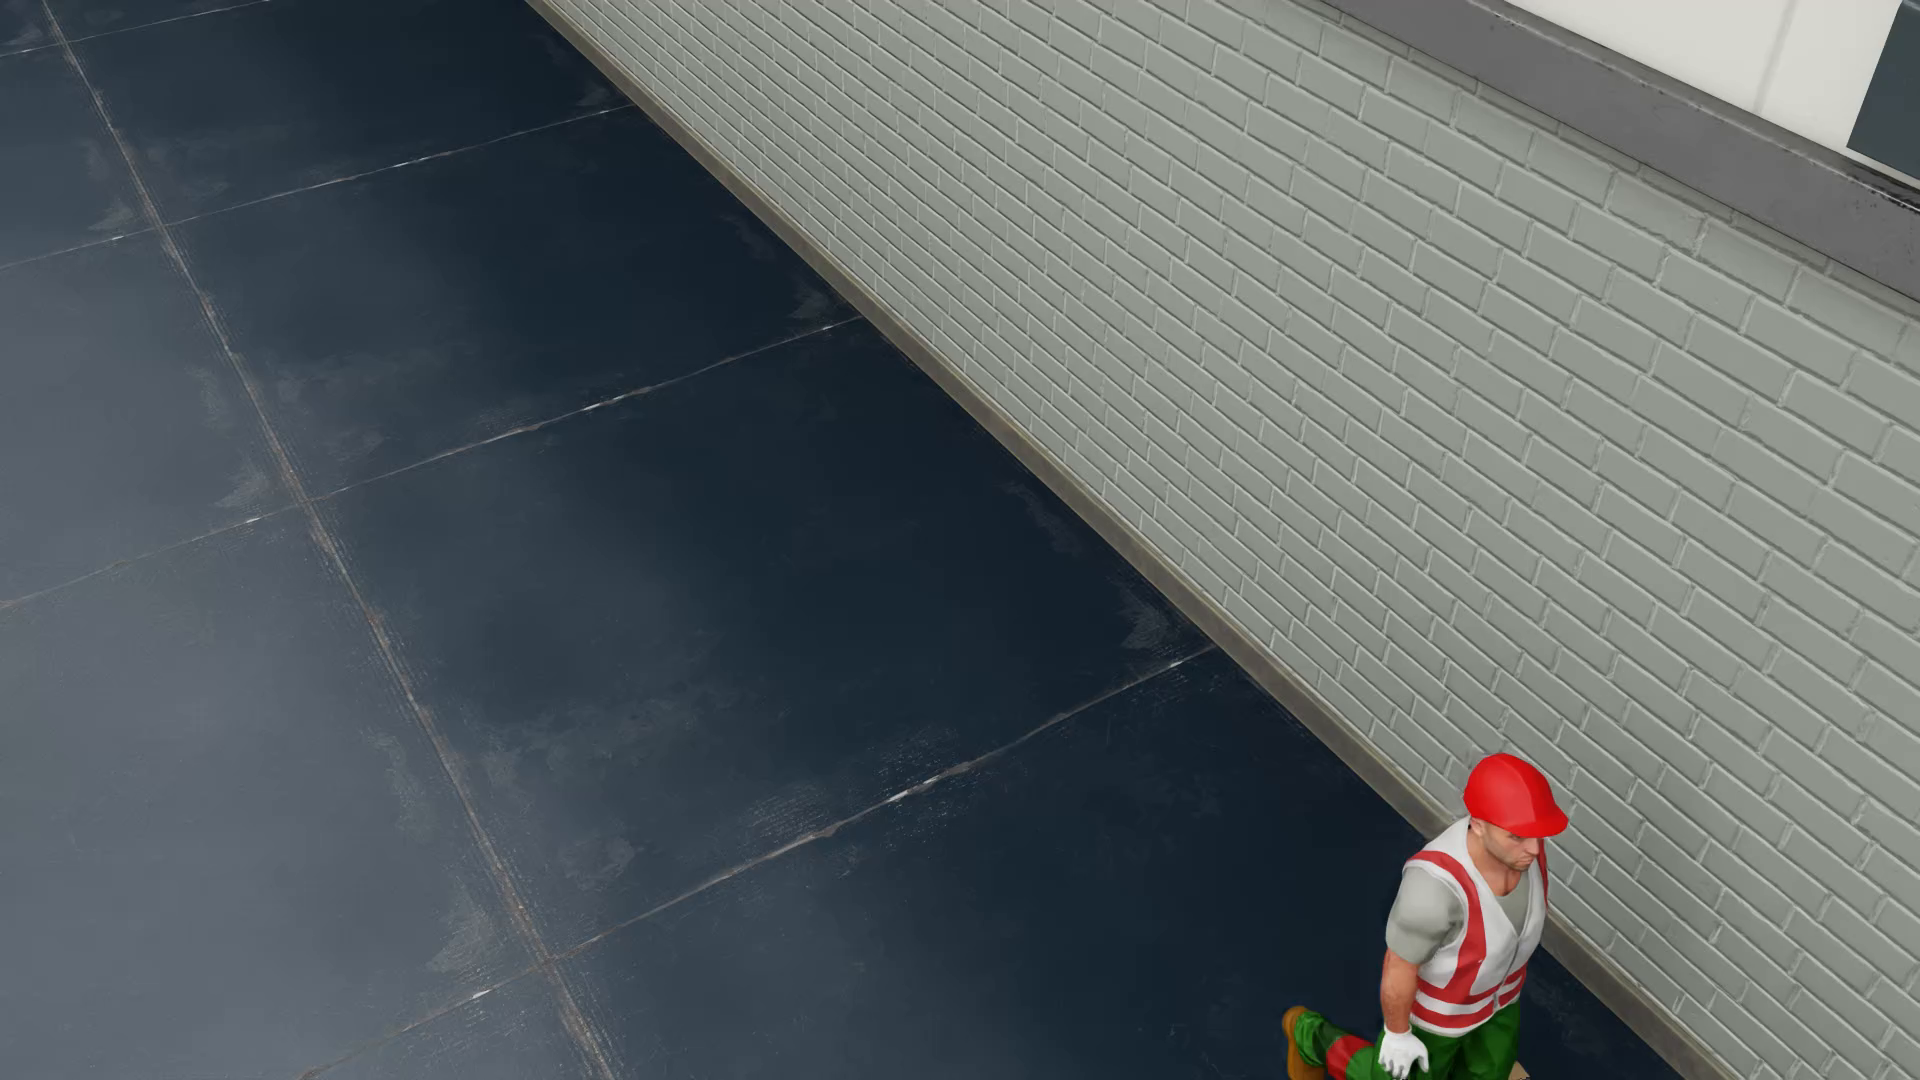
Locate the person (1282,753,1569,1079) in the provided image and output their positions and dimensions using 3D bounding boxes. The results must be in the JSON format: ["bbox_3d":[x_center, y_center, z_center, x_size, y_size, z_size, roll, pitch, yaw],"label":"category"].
[{"bbox_3d":[1.328,1.218,4.686,0.552,1.769,0.759,-23,46,-25],"label":"person"}]
